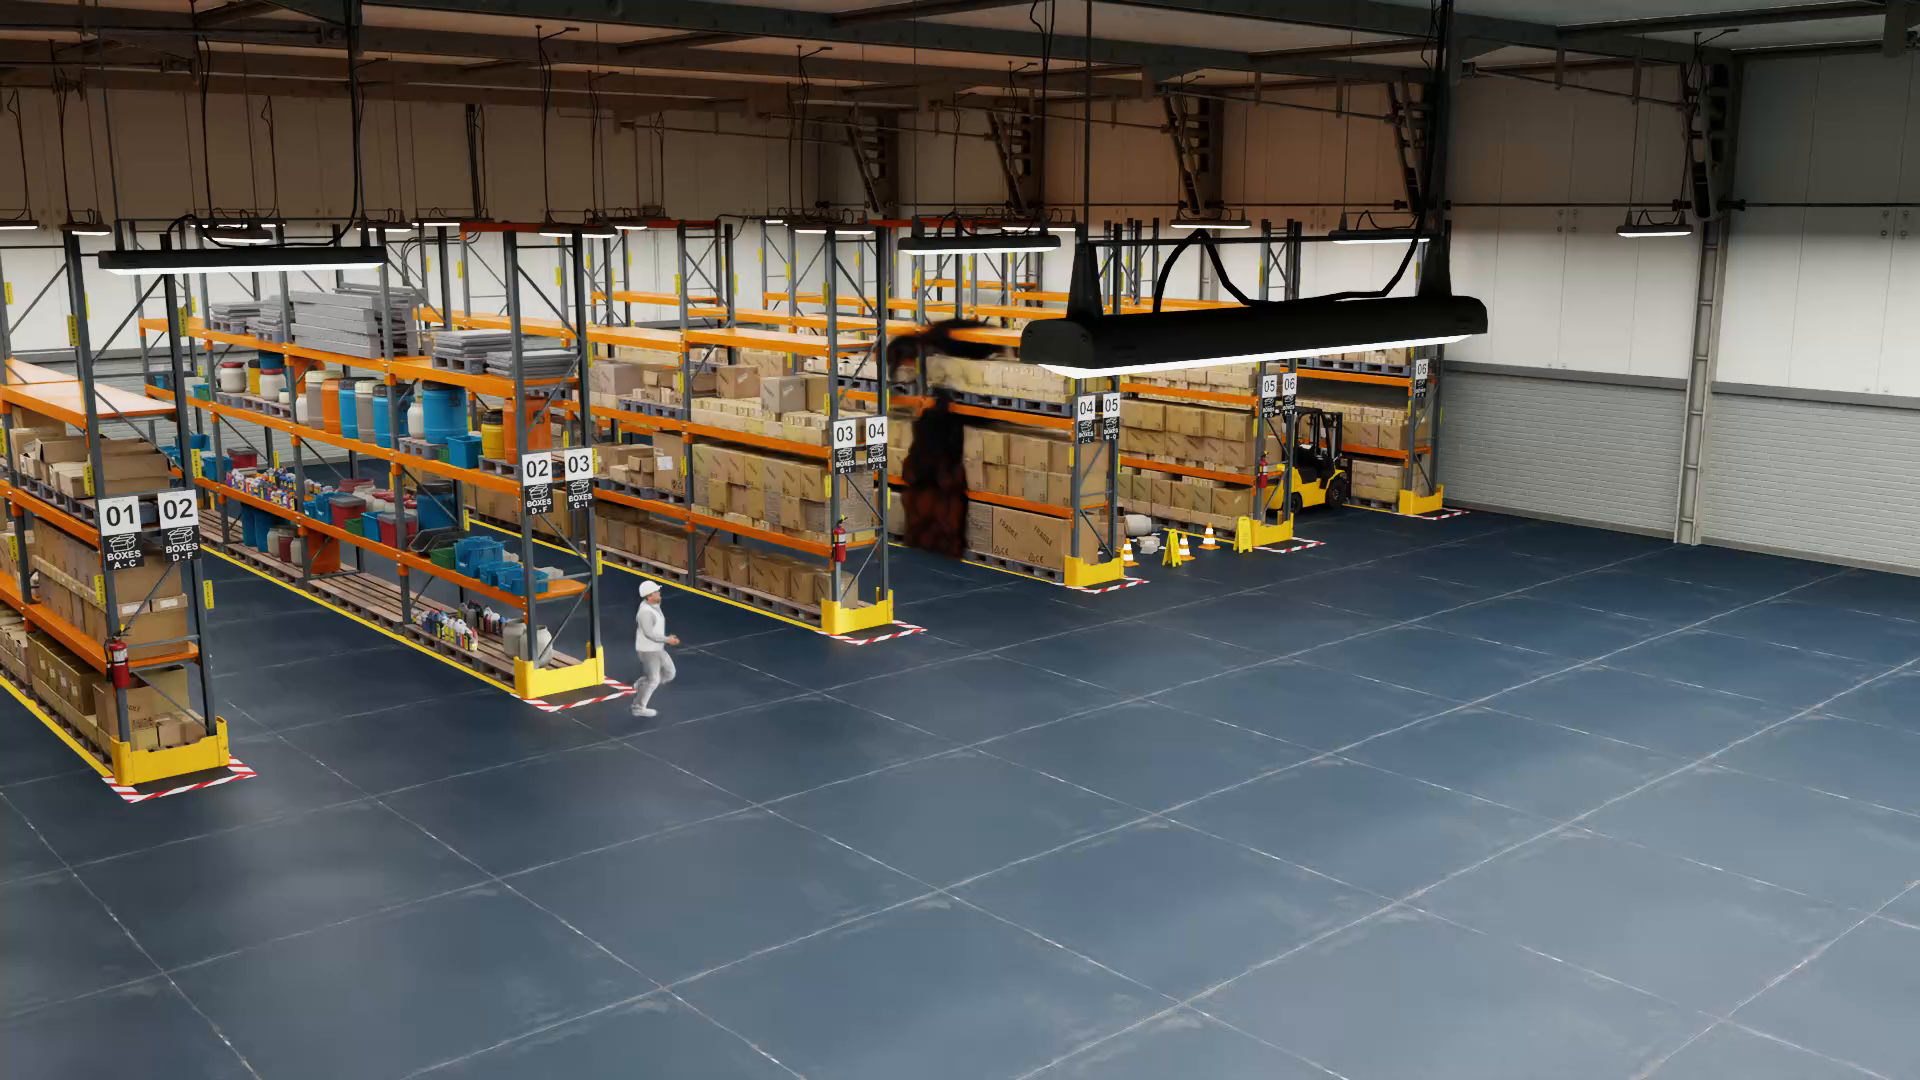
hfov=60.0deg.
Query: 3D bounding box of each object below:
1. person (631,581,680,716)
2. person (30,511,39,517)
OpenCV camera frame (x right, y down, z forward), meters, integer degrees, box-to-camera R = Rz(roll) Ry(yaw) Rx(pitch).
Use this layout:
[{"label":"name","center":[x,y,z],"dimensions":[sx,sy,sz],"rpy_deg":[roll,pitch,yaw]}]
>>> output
[{"label":"person","center":[-3.825,1.343,20.856],"dimensions":[0.645,1.728,0.688],"rpy_deg":[-1,11,-3]},{"label":"person","center":[-16.964,-0.622,30.592],"dimensions":[0.833,1.781,0.695],"rpy_deg":[10,15,41]}]
